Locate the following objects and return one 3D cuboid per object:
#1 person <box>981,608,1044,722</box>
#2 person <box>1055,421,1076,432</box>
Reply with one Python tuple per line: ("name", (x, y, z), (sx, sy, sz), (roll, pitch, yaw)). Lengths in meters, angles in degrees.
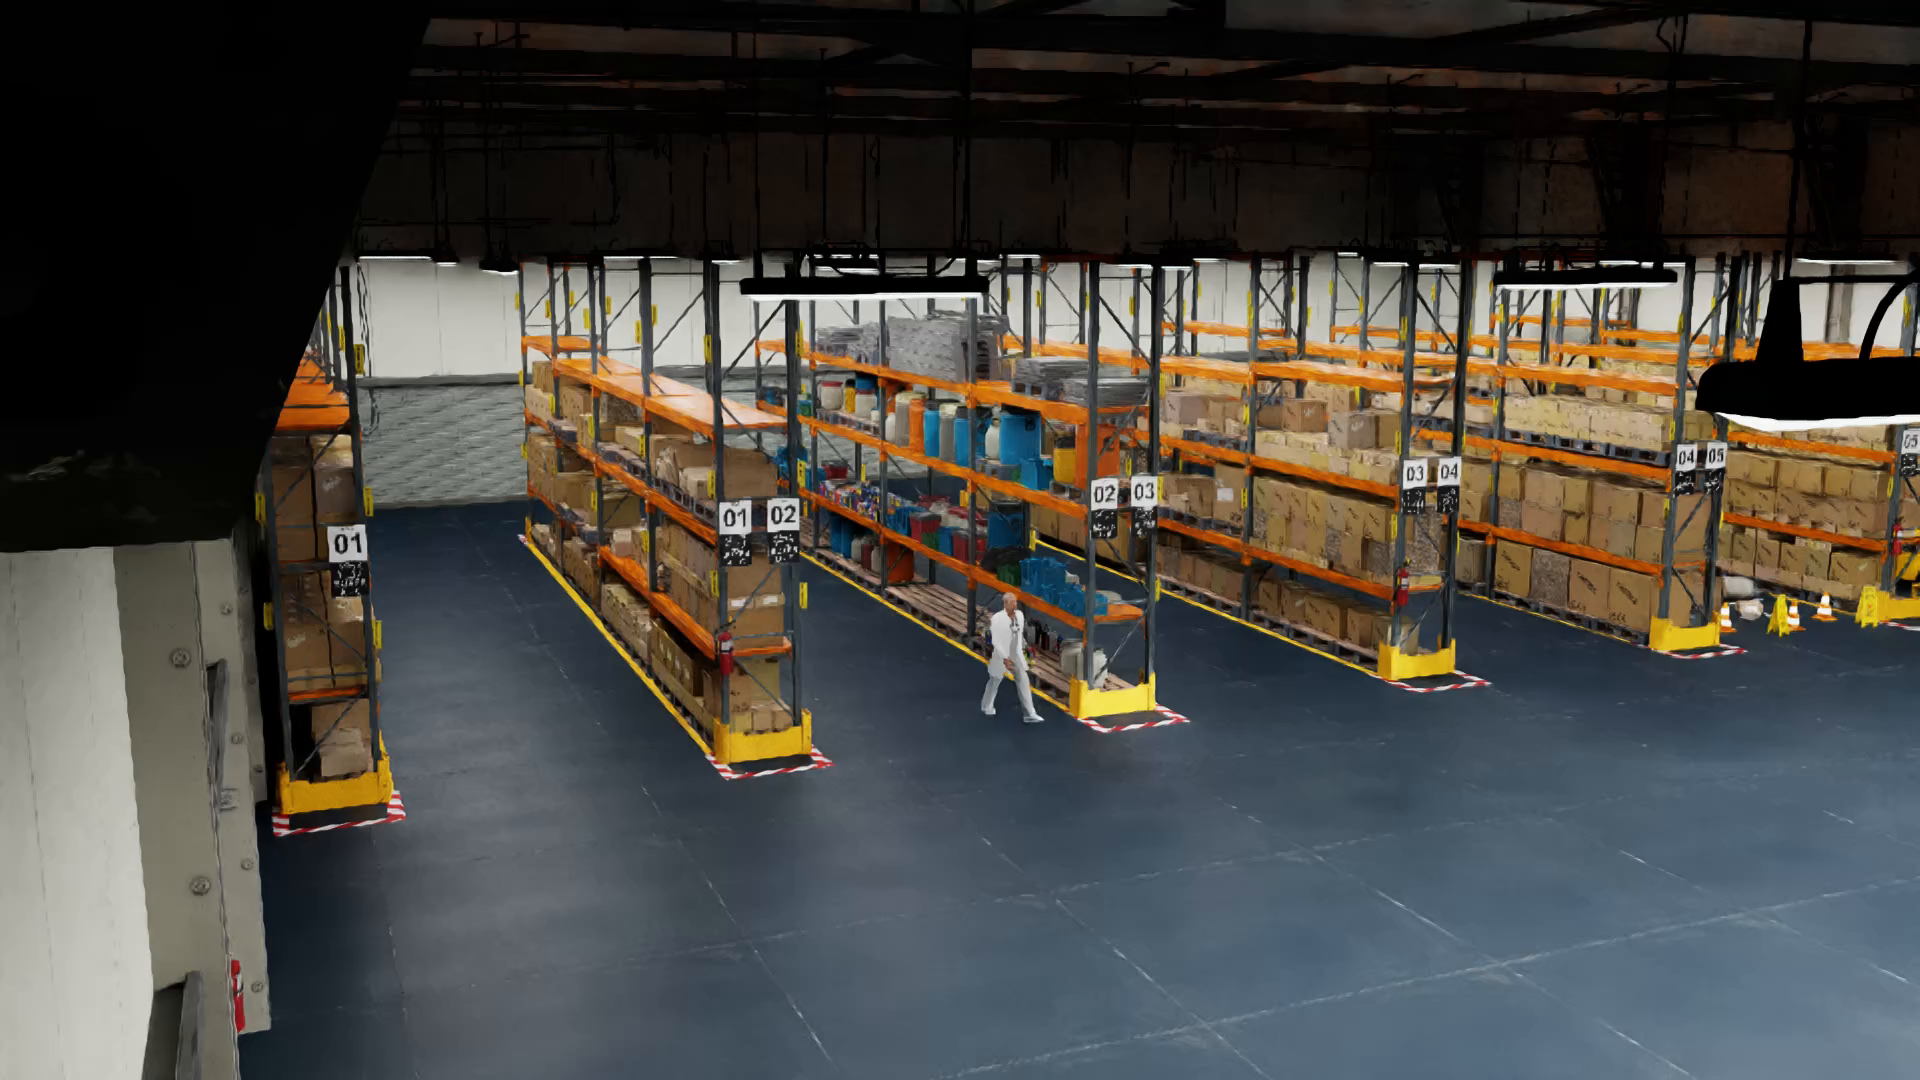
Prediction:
("person", (0.640, 1.622, 21.862), (0.580, 1.517, 1.103), (-6, 12, -29))
("person", (2.724, -2.450, 43.640), (0.729, 1.733, 0.546), (-4, 11, -23))
